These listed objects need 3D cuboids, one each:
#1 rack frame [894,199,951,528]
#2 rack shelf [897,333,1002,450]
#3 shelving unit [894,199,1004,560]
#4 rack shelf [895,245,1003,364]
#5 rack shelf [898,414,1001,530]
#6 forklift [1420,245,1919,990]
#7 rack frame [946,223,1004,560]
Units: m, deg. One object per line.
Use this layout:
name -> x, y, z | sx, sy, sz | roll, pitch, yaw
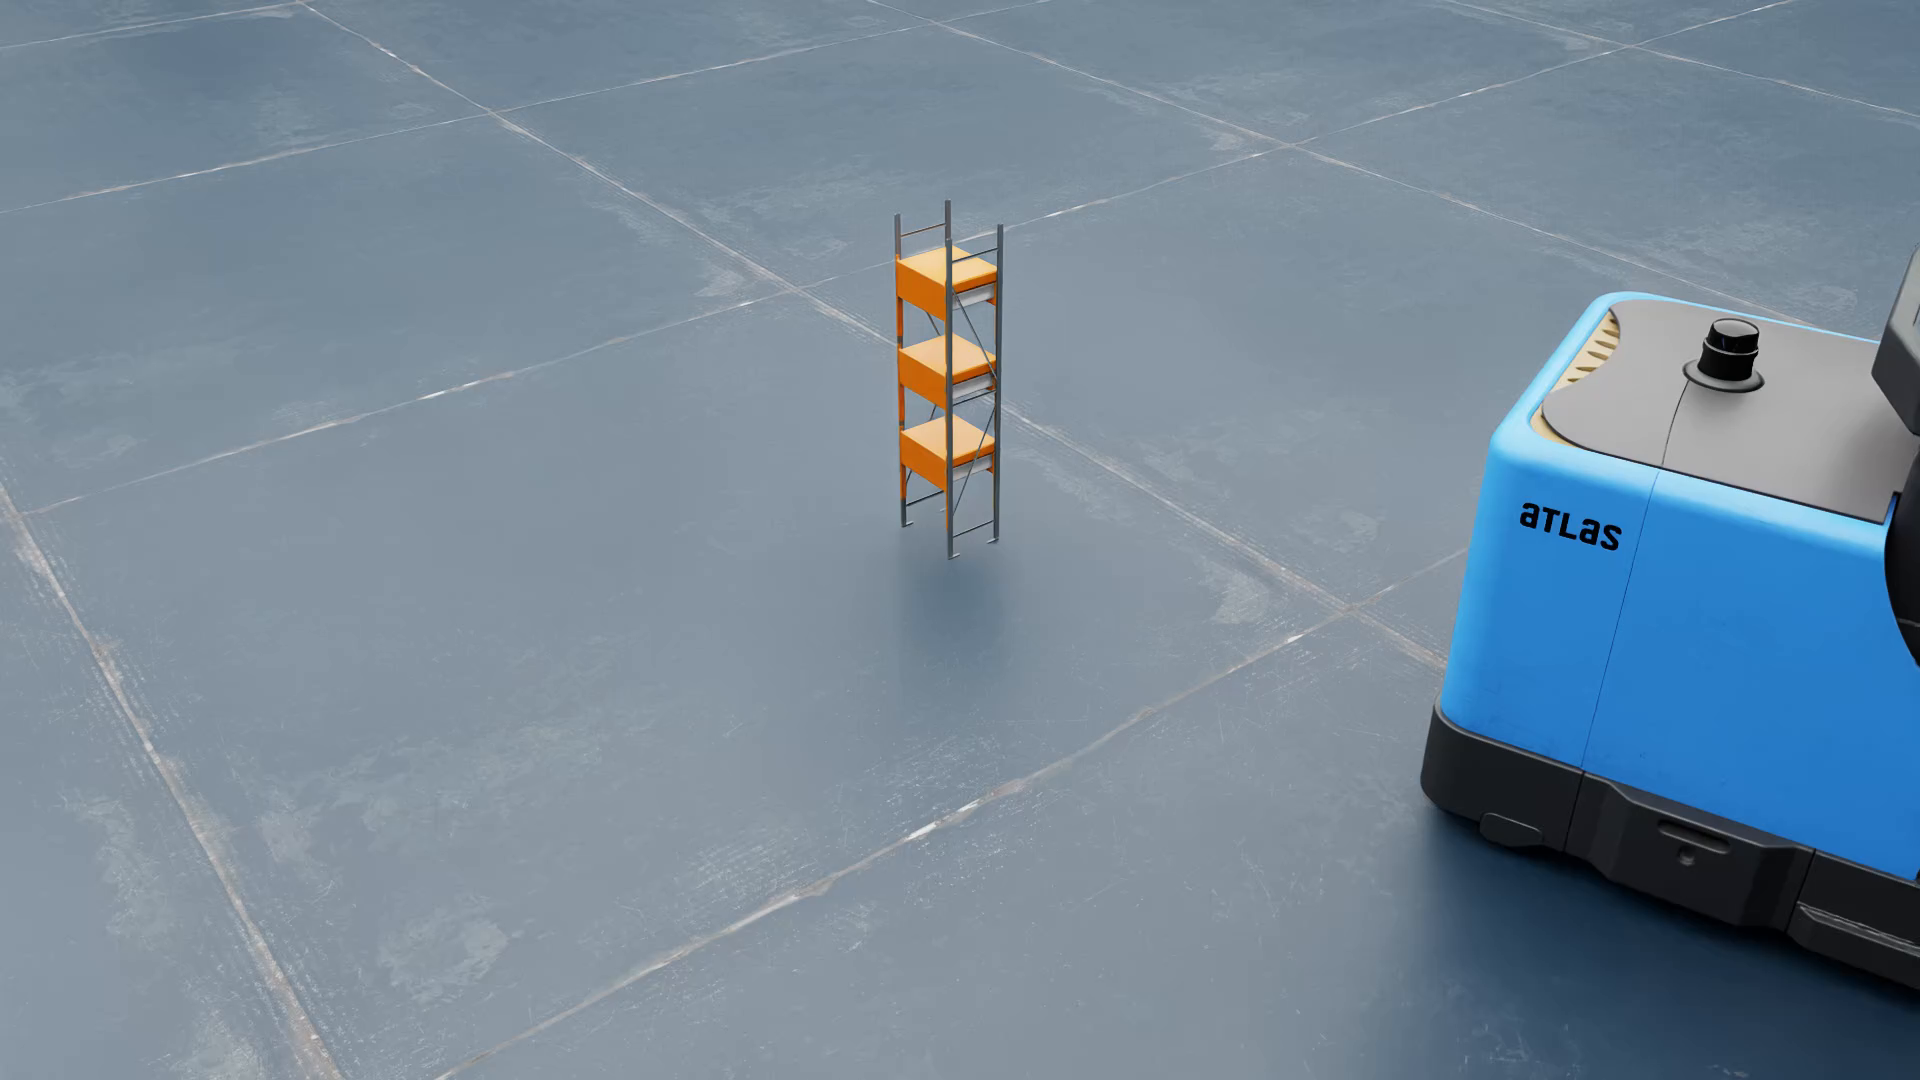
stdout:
rack frame -> -0.108, -0.519, 5.091 | 0.200, 1.050, 0.008 | -22, 38, -31
rack shelf -> -0.033, -0.459, 5.015 | 0.215, 0.259, 0.240 | -22, 38, -31
shelving unit -> -0.033, -0.468, 5.009 | 0.215, 1.050, 0.252 | -22, 38, -31
rack shelf -> -0.033, -0.700, 4.865 | 0.215, 0.259, 0.240 | -22, 38, -31
rack shelf -> -0.033, -0.223, 5.161 | 0.215, 0.259, 0.240 | -22, 38, -31
forklift -> 2.665, -0.361, 3.054 | 3.031, 2.935, 1.130 | 18, 36, 27
rack frame -> 0.042, -0.417, 4.927 | 0.200, 1.050, 0.008 | -22, 38, -31
